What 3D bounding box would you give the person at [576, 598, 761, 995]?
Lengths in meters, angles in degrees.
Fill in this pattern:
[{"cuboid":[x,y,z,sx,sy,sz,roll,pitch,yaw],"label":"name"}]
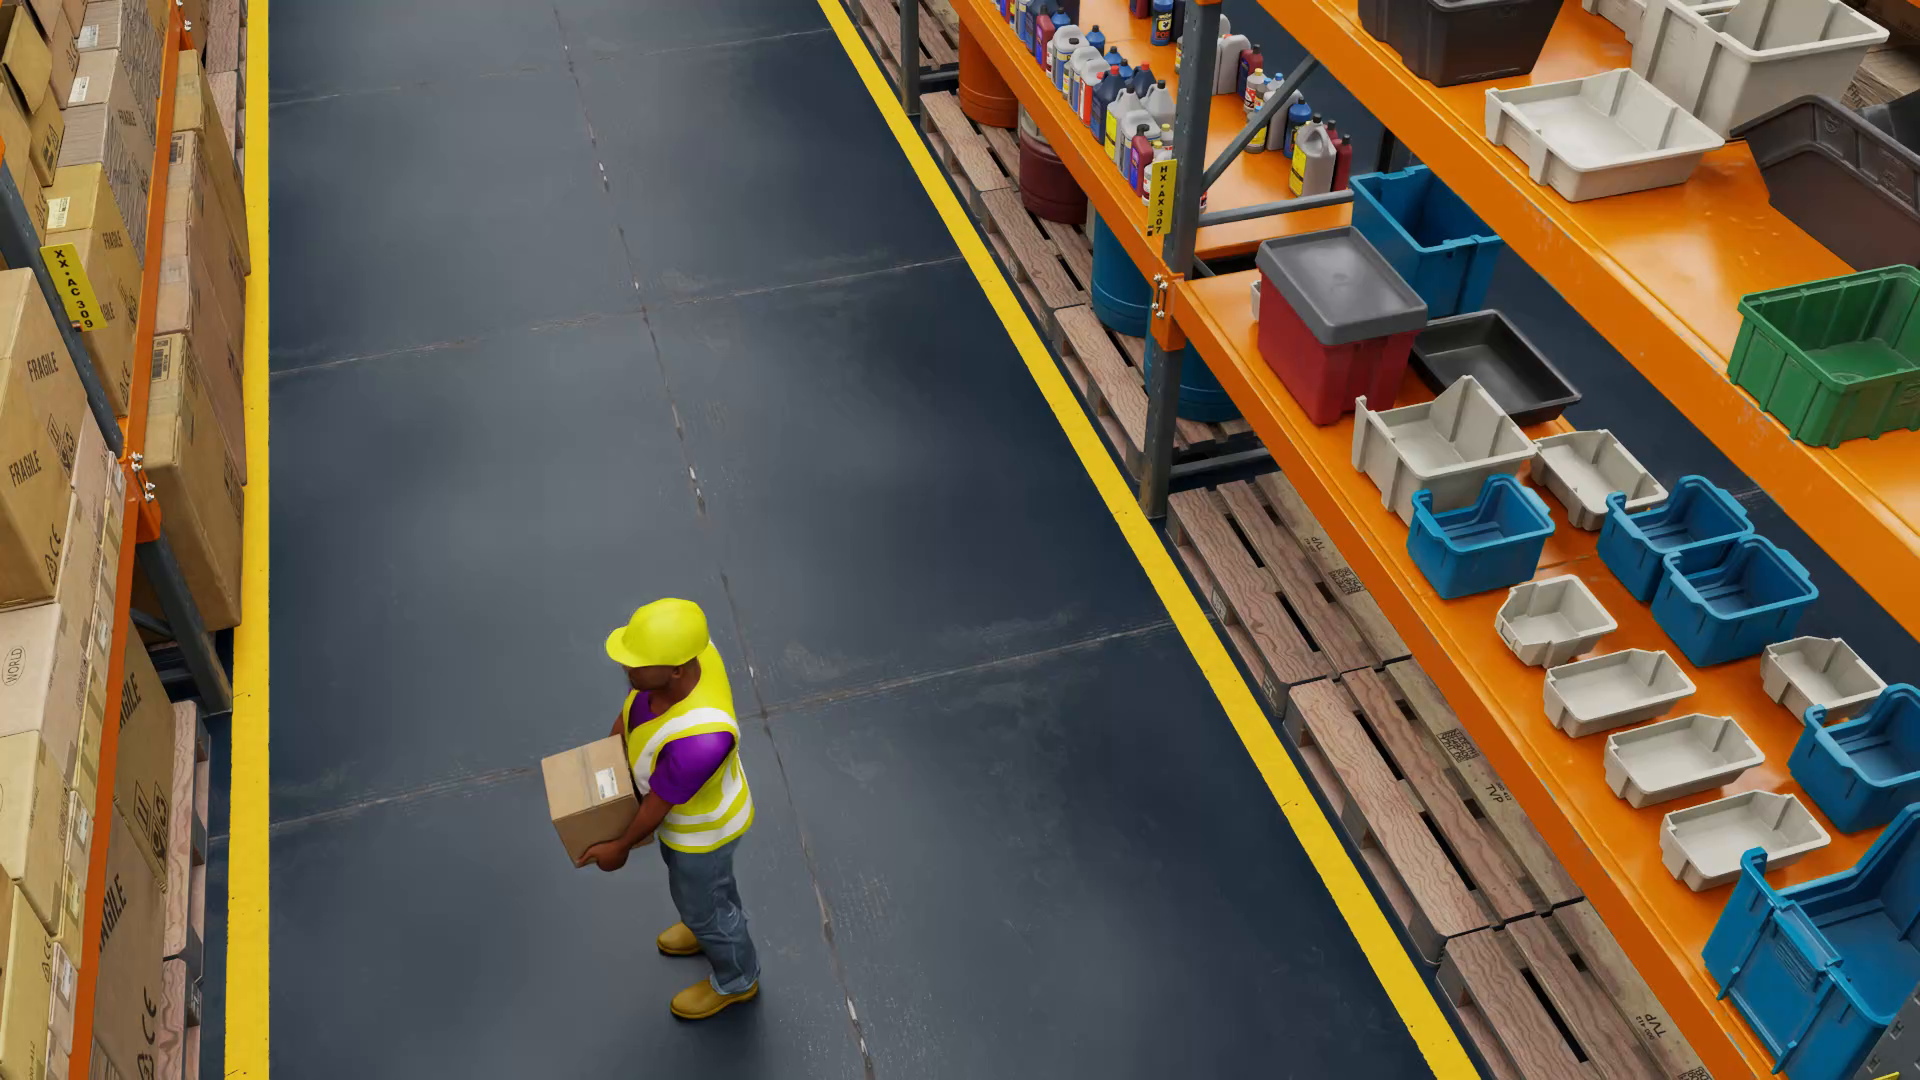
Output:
[{"cuboid":[-0.930,0.837,5.168,0.560,1.702,0.473,-12,43,-13],"label":"person"}]
